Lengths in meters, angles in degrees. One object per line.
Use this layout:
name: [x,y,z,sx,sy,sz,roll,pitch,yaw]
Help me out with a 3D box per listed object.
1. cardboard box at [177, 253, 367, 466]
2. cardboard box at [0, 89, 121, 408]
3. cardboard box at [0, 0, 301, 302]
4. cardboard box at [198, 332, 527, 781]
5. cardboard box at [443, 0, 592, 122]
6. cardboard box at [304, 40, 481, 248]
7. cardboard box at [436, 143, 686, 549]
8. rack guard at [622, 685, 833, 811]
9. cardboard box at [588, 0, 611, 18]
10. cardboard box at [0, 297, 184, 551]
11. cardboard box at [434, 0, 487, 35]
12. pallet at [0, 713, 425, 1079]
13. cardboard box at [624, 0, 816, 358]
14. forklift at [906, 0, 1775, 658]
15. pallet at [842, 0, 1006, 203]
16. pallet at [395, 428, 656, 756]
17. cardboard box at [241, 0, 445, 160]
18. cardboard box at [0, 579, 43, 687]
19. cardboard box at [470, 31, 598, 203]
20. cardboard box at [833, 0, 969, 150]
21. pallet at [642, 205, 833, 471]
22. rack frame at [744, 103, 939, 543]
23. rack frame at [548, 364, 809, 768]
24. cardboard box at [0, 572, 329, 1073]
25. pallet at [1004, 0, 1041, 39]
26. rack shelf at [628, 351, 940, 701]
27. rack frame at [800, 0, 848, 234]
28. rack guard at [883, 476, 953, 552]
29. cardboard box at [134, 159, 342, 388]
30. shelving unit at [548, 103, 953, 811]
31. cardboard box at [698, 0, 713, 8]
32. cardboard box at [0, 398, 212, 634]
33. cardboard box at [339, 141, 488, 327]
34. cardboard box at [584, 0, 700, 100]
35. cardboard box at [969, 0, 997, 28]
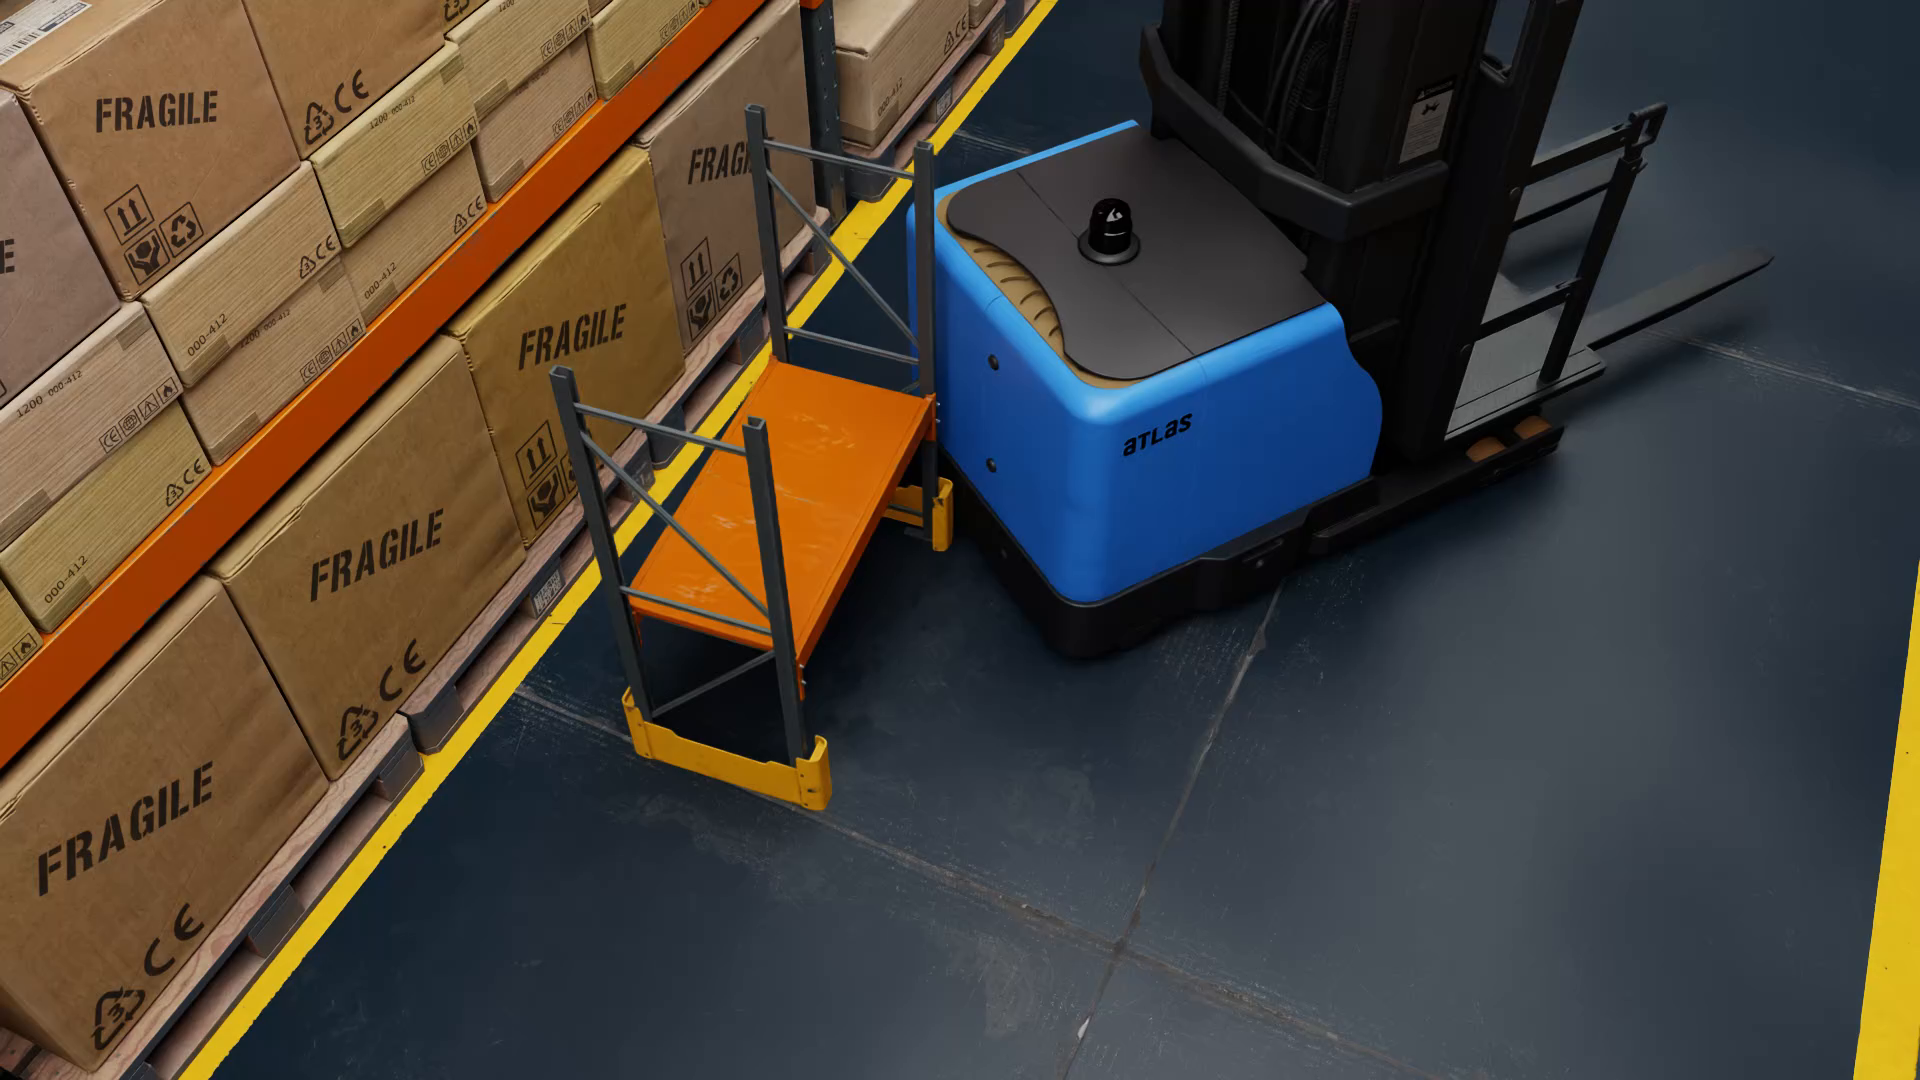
cardboard box: [-1.745,-0.495,3.800,0.500,0.250,0.500,21,53,17]
cardboard box: [-1.979,-0.531,3.010,0.500,0.500,0.500,20,52,16]
cardboard box: [-1.744,-0.882,3.309,0.500,0.500,0.500,21,53,17]
cardboard box: [-1.859,-0.078,4.467,0.875,0.875,0.875,20,53,17]
cardboard box: [-1.296,-1.349,4.199,0.500,0.250,0.500,21,53,17]
cardboard box: [-1.500,-0.991,3.894,0.500,0.250,0.500,21,53,17]
cardboard box: [-1.477,-0.694,4.990,0.875,0.875,0.875,21,53,17]
rack guard: [-0.641,0.571,4.600,0.587,0.250,0.087,15,51,13]
cardboard box: [-1.081,-1.708,4.504,0.500,0.250,0.500,21,53,17]
cardboard box: [-1.953,-0.307,3.312,0.500,0.250,0.500,21,53,17]
cardboard box: [-1.318,-1.590,3.911,0.500,0.500,0.500,21,53,17]
pallet: [-2.209,0.816,4.417,1.003,0.211,1.213,20,52,16]
cardboard box: [-1.098,-1.318,5.522,0.875,0.875,0.875,21,53,17]
forklift: [1.369,-1.449,4.558,3.031,2.935,1.130,-24,54,-19]
pallet: [-0.510,-1.918,6.744,1.003,0.211,1.213,20,52,16]
pallet: [-1.687,-0.021,5.129,1.003,0.211,1.213,20,52,16]
cardboard box: [-1.525,-1.228,3.603,0.500,0.500,0.500,21,53,17]
cardboard box: [-2.178,0.224,3.188,0.500,0.250,0.500,19,52,15]
cardboard box: [-1.320,-1.193,4.394,0.500,0.250,0.500,19,52,15]
cardboard box: [-0.540,-2.027,6.412,0.875,0.438,0.875,19,52,16]
pallet: [-1.167,-0.864,5.847,1.003,0.211,1.213,20,52,16]
rack frame: [-0.306,-0.550,4.733,0.500,1.500,0.032,15,51,13]
rack frame: [-0.648,0.180,4.112,0.500,1.500,0.032,15,51,13]
cardboard box: [-2.244,0.534,3.945,0.875,0.875,0.875,19,52,16]
pallet: [0.010,-2.761,7.461,1.003,0.211,1.213,20,52,16]
rack shelf: [-0.477,-0.068,4.560,0.538,0.185,1.000,15,51,13]
rack frame: [-0.905,-2.324,5.258,1.000,3.000,0.127,20,52,16]
rack guard: [-0.306,-0.144,5.208,0.587,0.250,0.087,15,51,13]
cardboard box: [-1.728,-0.646,3.600,0.500,0.250,0.500,20,52,16]
shelving unit: [-0.474,-0.192,4.428,0.587,1.500,1.083,15,51,13]
cardboard box: [-0.869,-1.884,4.982,0.500,0.250,0.500,19,52,15]
cardboard box: [-1.974,-0.135,3.494,0.500,0.250,0.500,18,52,15]
cardboard box: [-1.537,-0.836,4.090,0.500,0.250,0.500,20,52,16]
cardboard box: [-1.088,-1.534,4.684,0.500,0.250,0.500,19,52,16]
cardboard box: [-0.158,-2.644,6.937,0.875,0.438,0.875,18,52,15]
